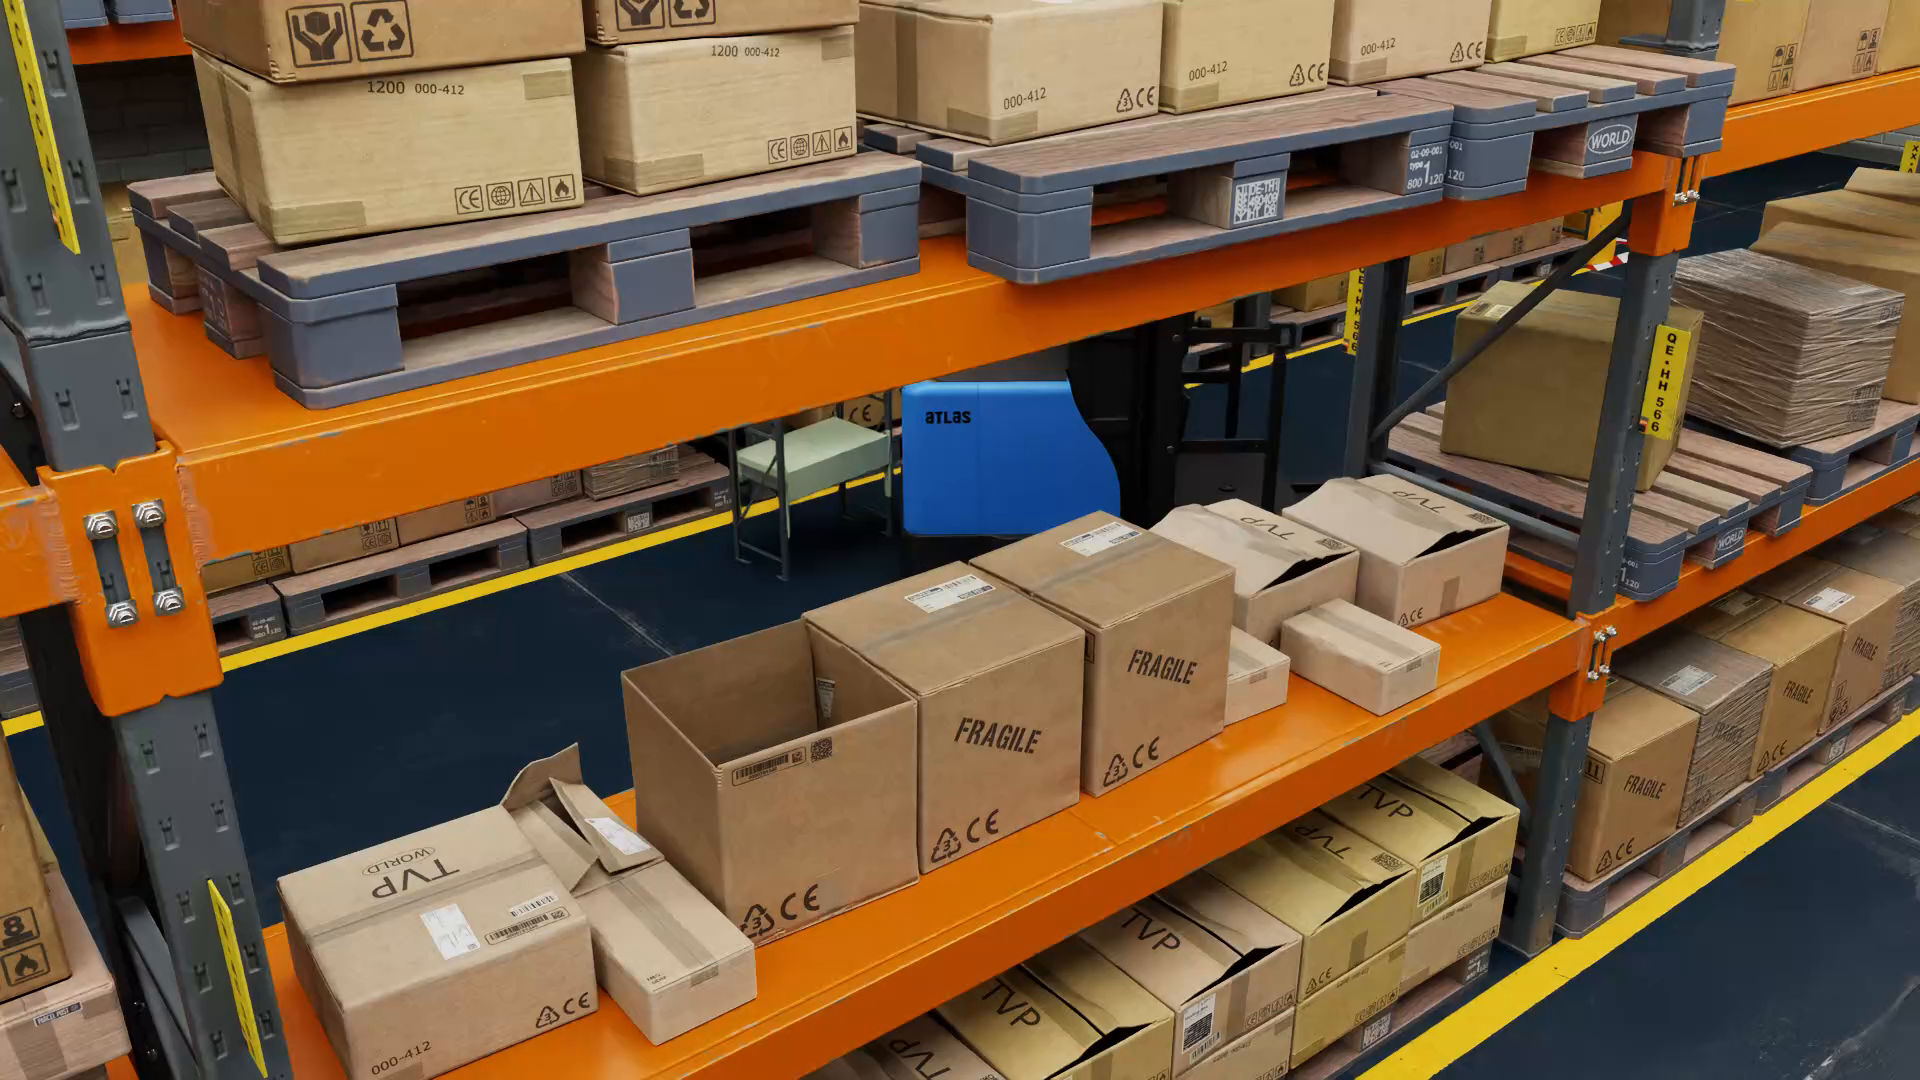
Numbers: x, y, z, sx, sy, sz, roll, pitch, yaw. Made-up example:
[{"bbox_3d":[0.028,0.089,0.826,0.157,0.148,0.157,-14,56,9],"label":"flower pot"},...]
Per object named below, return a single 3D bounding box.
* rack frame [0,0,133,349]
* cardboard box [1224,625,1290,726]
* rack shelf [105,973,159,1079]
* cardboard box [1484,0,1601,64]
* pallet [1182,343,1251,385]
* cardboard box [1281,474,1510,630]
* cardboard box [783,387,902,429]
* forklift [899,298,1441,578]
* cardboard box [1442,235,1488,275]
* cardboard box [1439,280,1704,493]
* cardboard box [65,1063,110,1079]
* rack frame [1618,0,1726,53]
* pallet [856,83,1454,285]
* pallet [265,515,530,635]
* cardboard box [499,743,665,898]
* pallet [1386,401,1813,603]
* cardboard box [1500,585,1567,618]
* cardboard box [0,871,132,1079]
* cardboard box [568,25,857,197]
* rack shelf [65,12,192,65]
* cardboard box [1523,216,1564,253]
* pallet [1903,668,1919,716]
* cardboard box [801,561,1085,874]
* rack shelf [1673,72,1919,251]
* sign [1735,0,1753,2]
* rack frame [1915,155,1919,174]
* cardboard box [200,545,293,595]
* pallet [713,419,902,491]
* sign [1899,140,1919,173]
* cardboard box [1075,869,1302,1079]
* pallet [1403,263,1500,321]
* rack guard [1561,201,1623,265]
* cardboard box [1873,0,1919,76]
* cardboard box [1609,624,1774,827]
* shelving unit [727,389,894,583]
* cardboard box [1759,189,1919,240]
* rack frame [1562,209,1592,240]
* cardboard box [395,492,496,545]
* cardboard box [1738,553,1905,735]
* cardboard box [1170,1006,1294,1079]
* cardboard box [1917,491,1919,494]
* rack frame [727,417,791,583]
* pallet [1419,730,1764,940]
[{"bbox_3d":[-1.468,-1.791,1.919,0.127,3.000,1.000,-18,31,-34],"label":"rack frame"},{"bbox_3d":[0.711,0.355,4.720,0.250,0.149,0.380,-16,29,-30],"label":"cardboard box"},{"bbox_3d":[-3.041,1.776,2.214,4.000,0.370,1.077,-18,31,-34],"label":"rack shelf"},{"bbox_3d":[1.358,-1.455,4.439,0.500,0.250,0.500,-21,32,-38],"label":"cardboard box"},{"bbox_3d":[1.207,-1.298,11.295,1.213,0.211,1.003,-18,31,-34],"label":"pallet"},{"bbox_3d":[1.367,0.012,5.267,0.500,0.311,0.500,-16,29,-31],"label":"cardboard box"},{"bbox_3d":[-0.720,-1.112,9.637,0.750,0.750,0.750,-19,31,-35],"label":"cardboard box"},{"bbox_3d":[1.212,-1.275,8.092,3.031,2.867,1.129,-1,25,-2],"label":"forklift"},{"bbox_3d":[3.638,-2.408,12.845,0.500,0.500,0.700,-19,31,-36],"label":"cardboard box"},{"bbox_3d":[2.106,-0.545,5.745,0.700,0.500,0.500,15,29,29],"label":"cardboard box"},{"bbox_3d":[-1.813,1.002,2.908,0.500,0.500,0.700,-19,31,-35],"label":"cardboard box"},{"bbox_3d":[1.680,-2.830,4.158,0.127,3.000,1.000,-18,31,-34],"label":"rack frame"},{"bbox_3d":[0.323,-0.886,3.758,1.213,0.211,1.003,-17,30,-32],"label":"pallet"},{"bbox_3d":[-2.955,0.034,8.426,1.213,0.211,1.003,-18,31,-34],"label":"pallet"},{"bbox_3d":[-0.889,0.702,3.834,0.258,0.266,0.396,-19,31,-35],"label":"cardboard box"},{"bbox_3d":[2.170,-0.221,5.891,1.003,0.211,1.213,-18,31,-34],"label":"pallet"},{"bbox_3d":[2.313,0.149,6.422,0.500,0.250,0.500,-17,30,-32],"label":"cardboard box"},{"bbox_3d":[-1.549,0.732,2.719,0.250,0.149,0.380,-18,31,-34],"label":"cardboard box"},{"bbox_3d":[-0.546,-0.853,3.141,0.500,0.250,0.500,-22,33,-39],"label":"cardboard box"},{"bbox_3d":[-2.953,-2.264,7.355,4.000,0.370,1.077,-18,31,-34],"label":"rack shelf"},{"bbox_3d":[4.427,-2.669,13.407,0.500,0.500,0.700,-18,31,-34],"label":"cardboard box"},{"bbox_3d":[4.211,0.341,7.765,1.213,0.211,1.003,-18,31,-34],"label":"pallet"},{"bbox_3d":[-0.044,0.424,4.155,0.500,0.500,0.500,-18,30,-34],"label":"cardboard box"},{"bbox_3d":[3.254,-1.663,6.061,4.000,0.370,1.077,-18,31,-34],"label":"rack shelf"},{"bbox_3d":[2.016,-1.554,4.263,0.005,0.325,0.100,-18,31,-34],"label":"sign"},{"bbox_3d":[4.828,-1.148,7.660,0.127,3.000,1.000,-18,31,-34],"label":"rack frame"},{"bbox_3d":[-3.583,-0.123,7.899,0.500,0.500,0.700,-19,31,-35],"label":"cardboard box"},{"bbox_3d":[-0.713,-0.664,9.929,1.213,0.211,1.003,-18,31,-34],"label":"pallet"},{"bbox_3d":[4.487,-1.718,7.861,0.005,0.325,0.100,-18,31,-34],"label":"sign"},{"bbox_3d":[0.616,1.179,4.748,0.500,0.311,0.500,-18,31,-34],"label":"cardboard box"},{"bbox_3d":[3.376,-2.013,12.837,1.213,0.211,1.003,-18,31,-34],"label":"pallet"},{"bbox_3d":[4.935,-2.699,13.972,0.348,0.500,1.175,-18,31,-34],"label":"rack guard"},{"bbox_3d":[2.813,-1.907,5.613,0.500,0.500,0.910,-18,31,-34],"label":"cardboard box"},{"bbox_3d":[2.623,0.664,6.203,0.500,0.500,0.500,-20,31,-36],"label":"cardboard box"},{"bbox_3d":[-0.750,-0.639,8.344,0.431,1.500,0.755,21,32,38],"label":"shelving unit"},{"bbox_3d":[3.815,-1.135,7.015,0.500,0.500,0.700,-13,28,-26],"label":"cardboard box"},{"bbox_3d":[4.916,-3.827,13.433,0.127,3.000,1.000,-18,31,-34],"label":"rack frame"},{"bbox_3d":[-2.765,-0.376,8.445,0.500,0.500,0.700,-18,31,-34],"label":"cardboard box"},{"bbox_3d":[3.428,0.398,6.775,0.500,0.500,0.500,-19,31,-36],"label":"cardboard box"},{"bbox_3d":[0.616,1.430,4.873,0.500,0.250,0.500,-17,30,-33],"label":"cardboard box"},{"bbox_3d":[4.616,0.010,7.613,0.500,0.500,0.500,-18,31,-34],"label":"cardboard box"},{"bbox_3d":[-1.000,-0.526,8.102,0.400,1.500,0.023,21,32,38],"label":"rack frame"},{"bbox_3d":[2.291,0.975,6.399,1.213,0.211,1.003,-18,31,-34],"label":"pallet"}]
